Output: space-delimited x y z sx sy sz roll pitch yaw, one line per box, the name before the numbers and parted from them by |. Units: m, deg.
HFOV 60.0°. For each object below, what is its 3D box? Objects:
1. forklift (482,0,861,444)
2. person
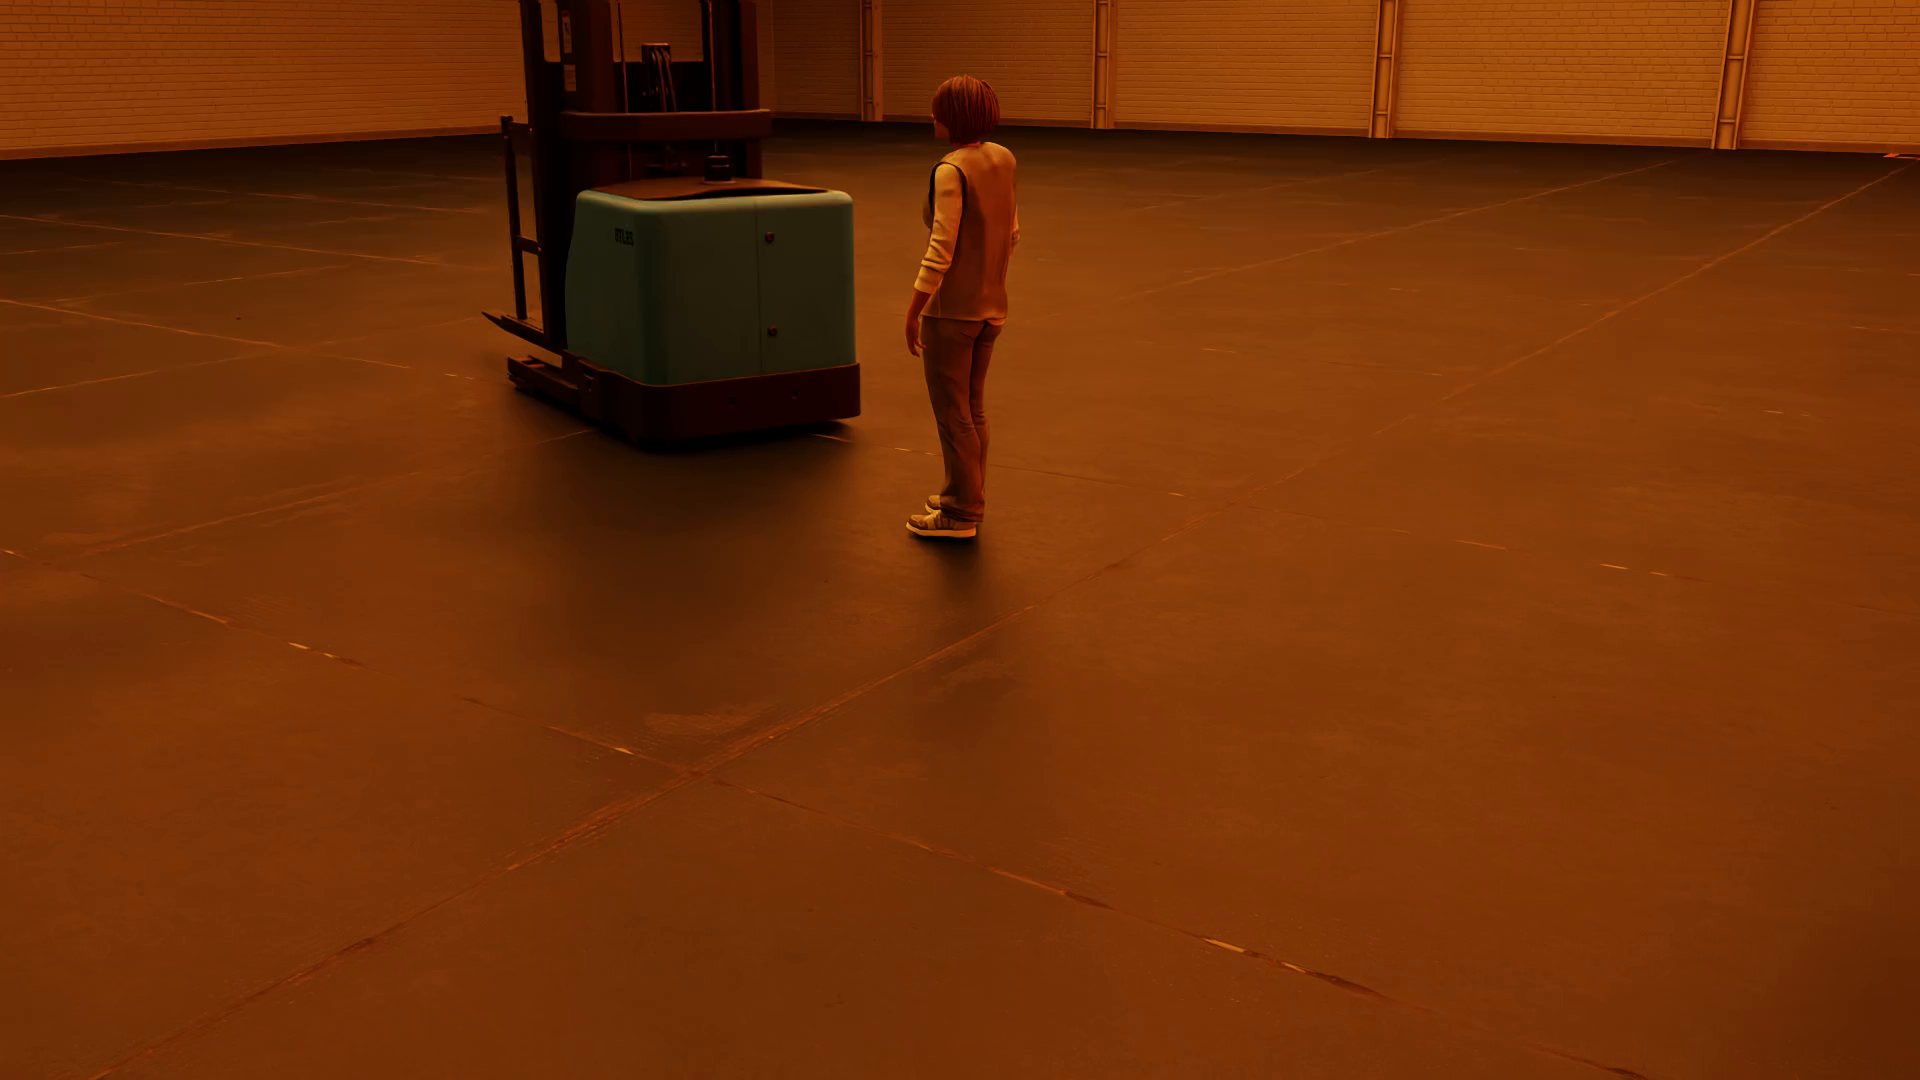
forklift | -1.665 -2.193 8.166 1.130 2.935 3.031 -10 19 -31
person | -0.052 -0.781 5.771 0.475 1.582 0.520 11 20 33
